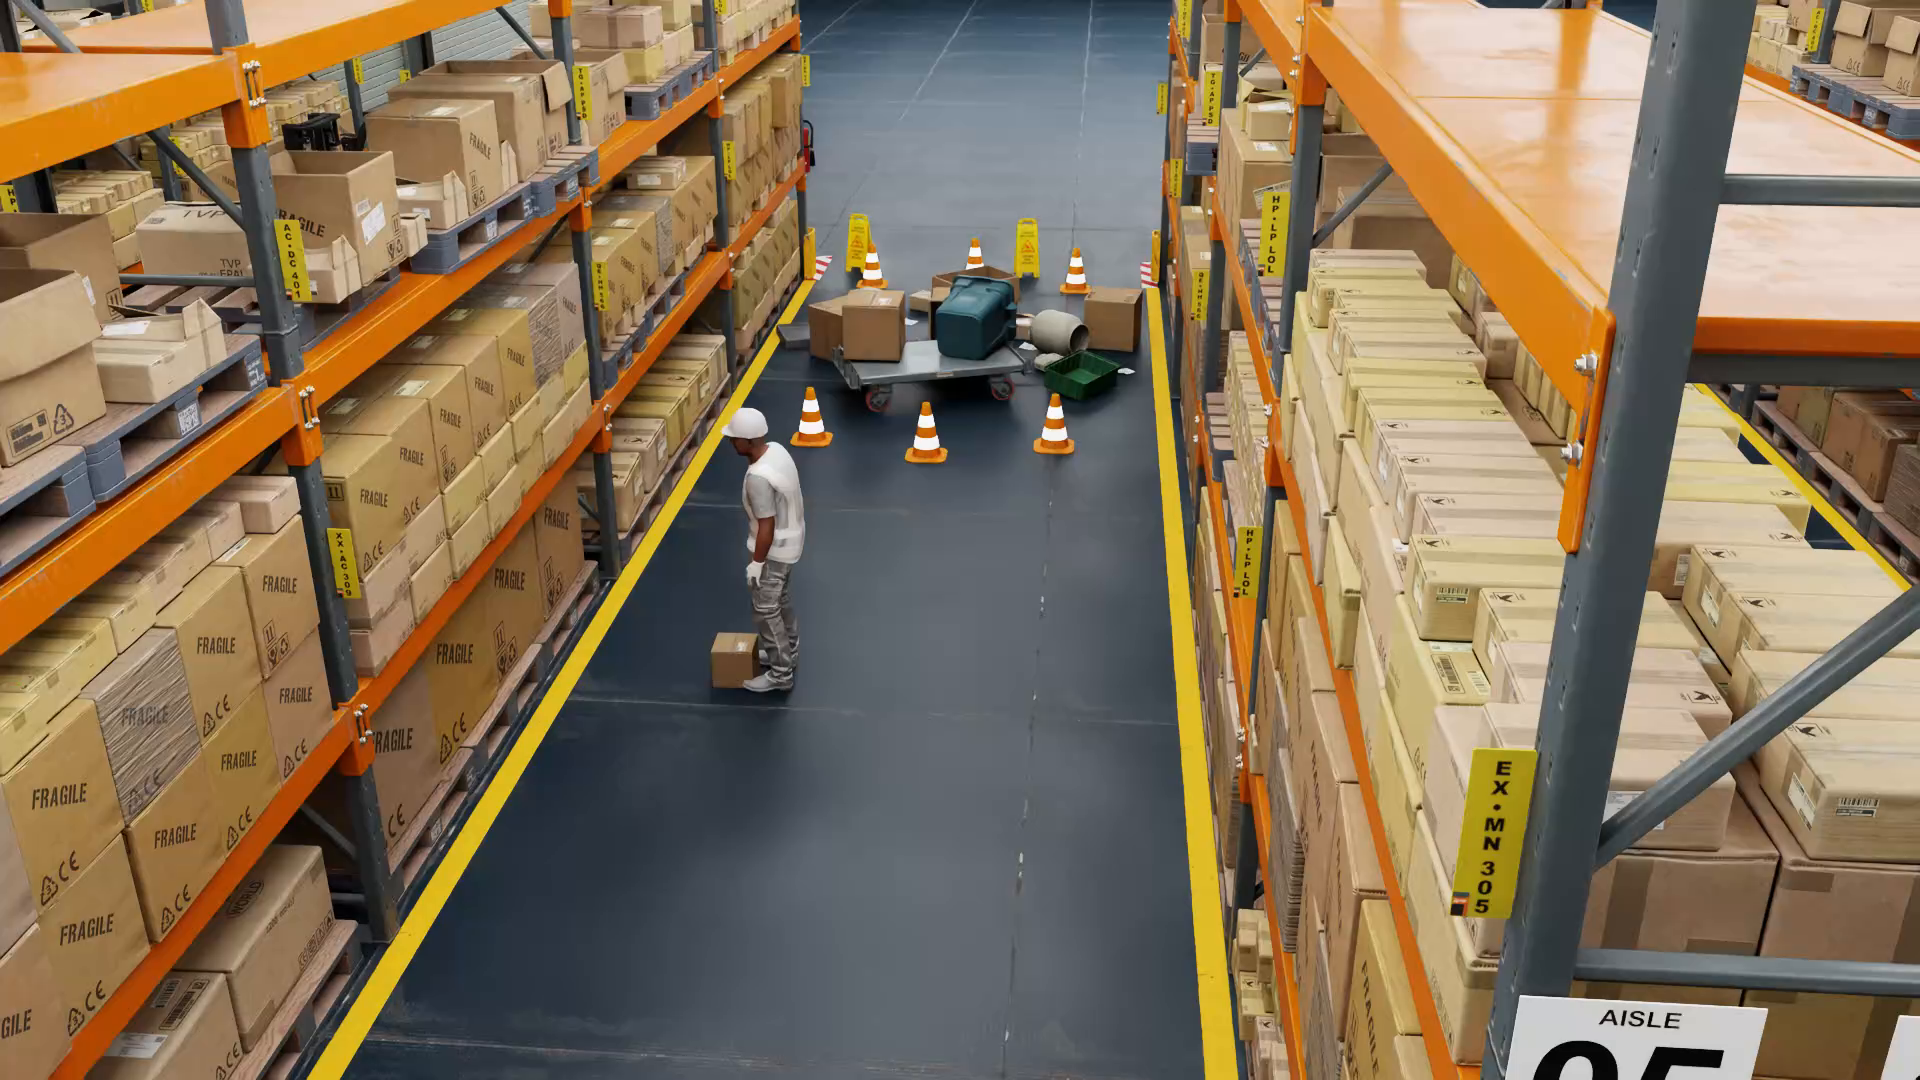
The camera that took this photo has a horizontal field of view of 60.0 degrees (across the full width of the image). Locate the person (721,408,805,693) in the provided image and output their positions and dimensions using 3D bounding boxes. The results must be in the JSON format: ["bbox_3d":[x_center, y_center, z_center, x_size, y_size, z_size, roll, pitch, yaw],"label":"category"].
[{"bbox_3d":[-1.149,0.048,9.893,0.452,1.774,0.618,2,24,4],"label":"person"}]
